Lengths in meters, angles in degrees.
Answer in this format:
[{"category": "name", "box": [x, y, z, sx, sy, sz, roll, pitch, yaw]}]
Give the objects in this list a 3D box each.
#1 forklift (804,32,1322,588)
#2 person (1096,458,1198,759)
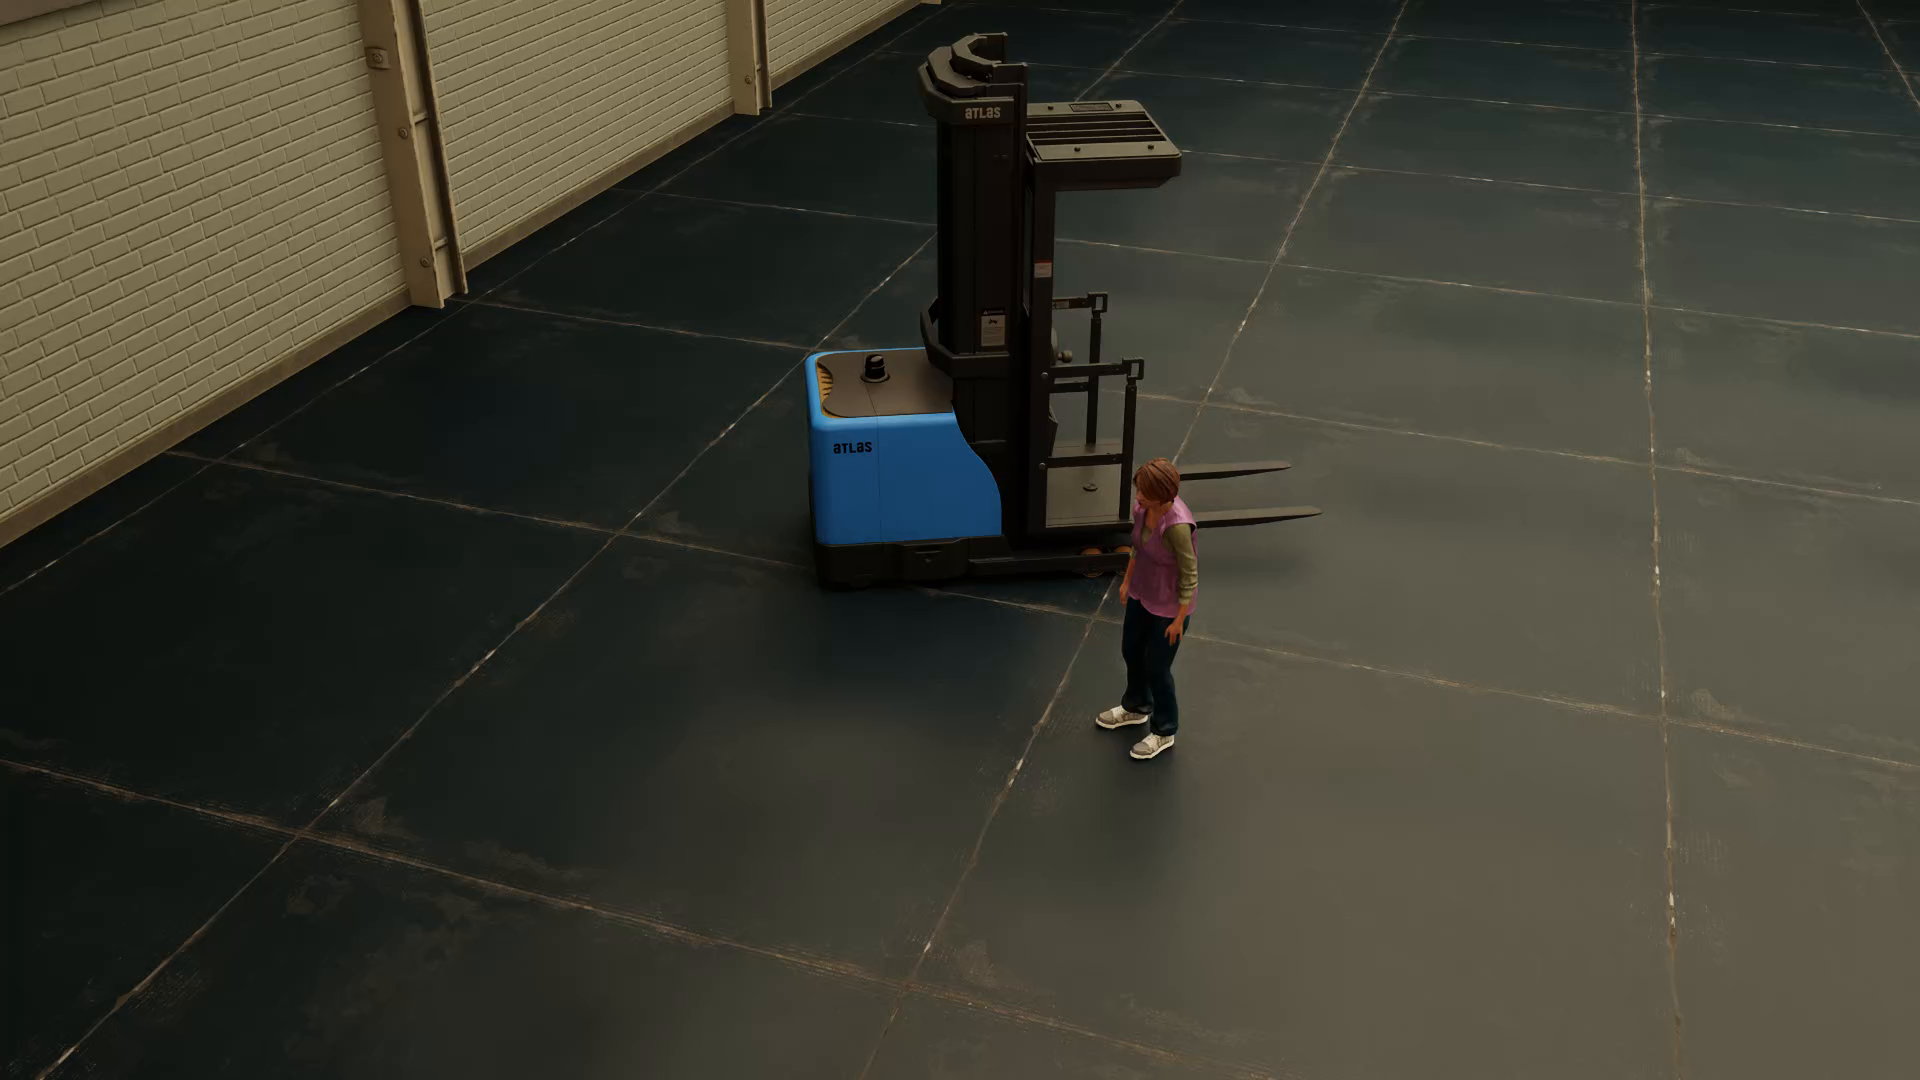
[{"category": "forklift", "box": [0.622, -1.312, 9.439, 3.031, 2.935, 1.130, -4, 30, -6]}, {"category": "person", "box": [0.935, 0.311, 7.955, 0.343, 1.582, 0.487, -15, 33, -25]}]
